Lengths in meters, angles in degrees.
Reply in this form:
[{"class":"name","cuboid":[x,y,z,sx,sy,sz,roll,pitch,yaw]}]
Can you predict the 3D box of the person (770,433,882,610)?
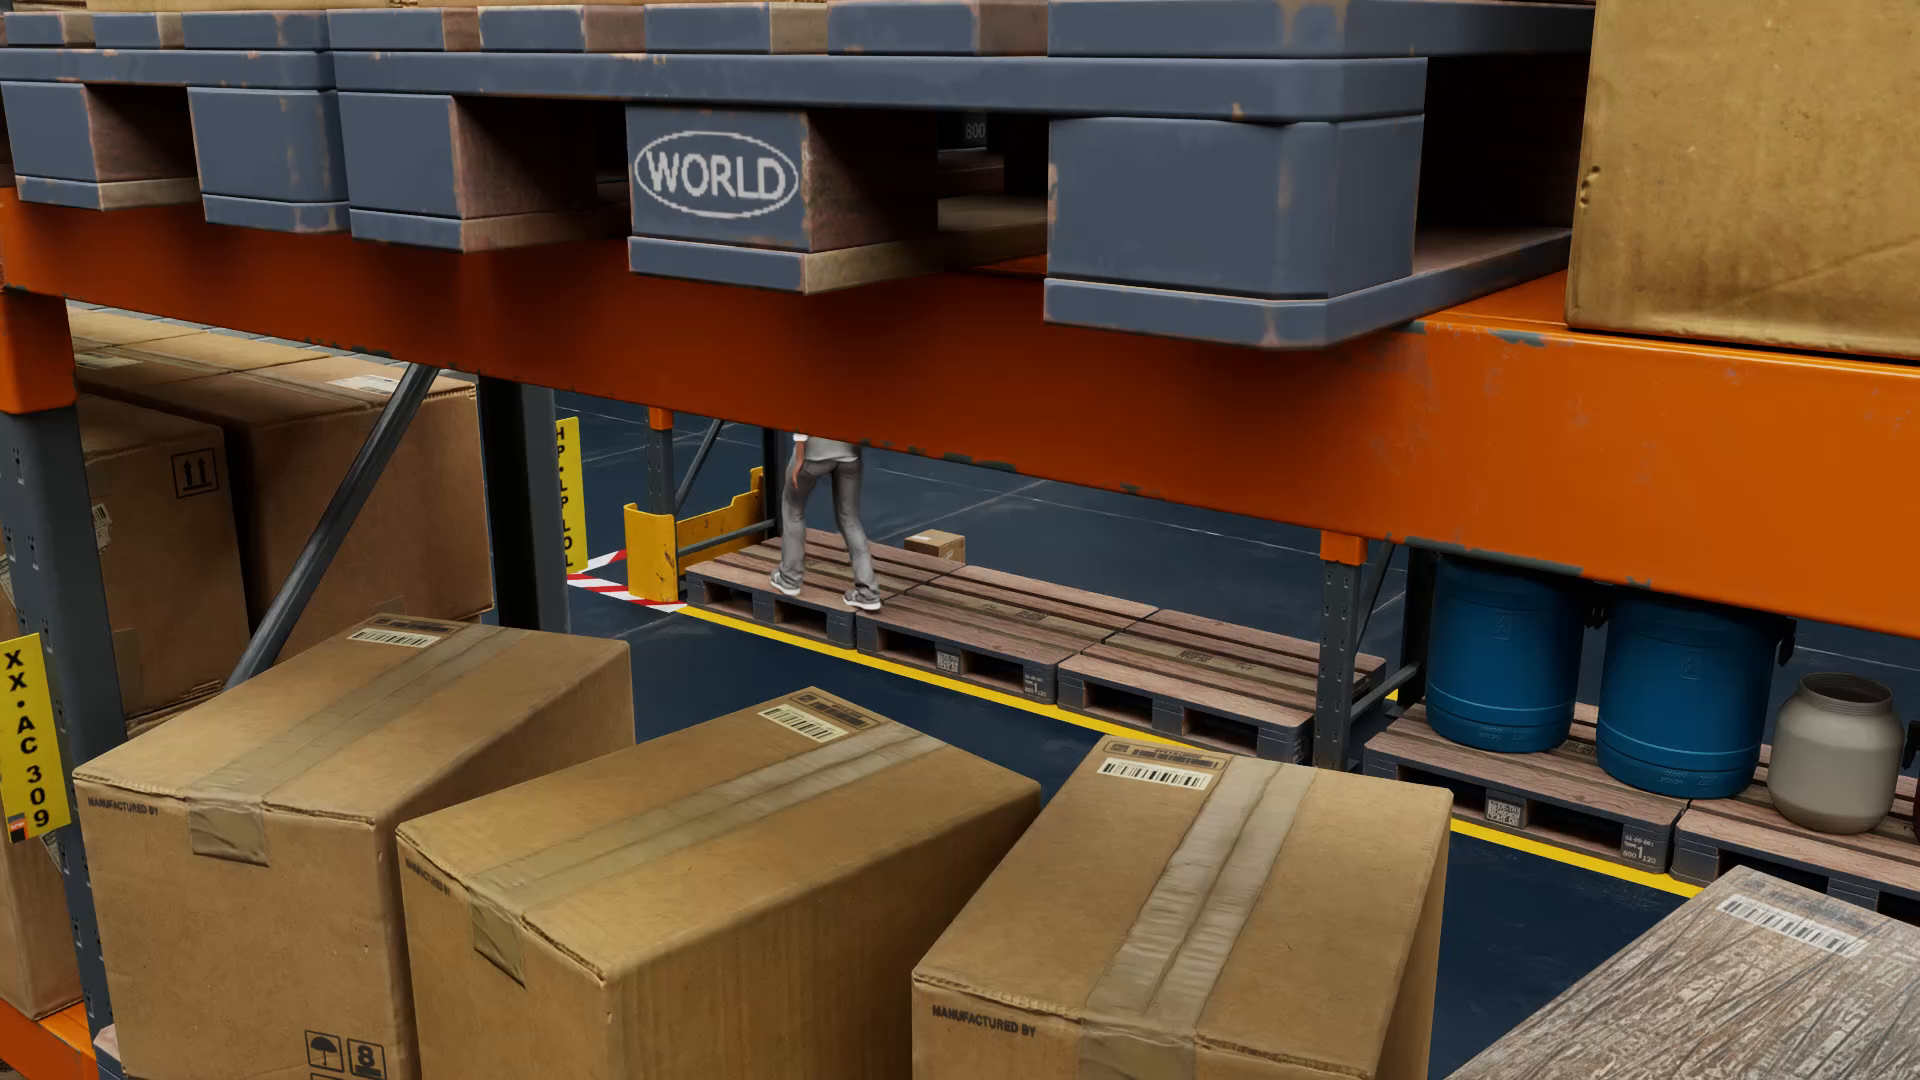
[{"class":"person","cuboid":[-0.676,-0.438,8.388,0.446,1.546,0.714,-9,19,-27]}]
